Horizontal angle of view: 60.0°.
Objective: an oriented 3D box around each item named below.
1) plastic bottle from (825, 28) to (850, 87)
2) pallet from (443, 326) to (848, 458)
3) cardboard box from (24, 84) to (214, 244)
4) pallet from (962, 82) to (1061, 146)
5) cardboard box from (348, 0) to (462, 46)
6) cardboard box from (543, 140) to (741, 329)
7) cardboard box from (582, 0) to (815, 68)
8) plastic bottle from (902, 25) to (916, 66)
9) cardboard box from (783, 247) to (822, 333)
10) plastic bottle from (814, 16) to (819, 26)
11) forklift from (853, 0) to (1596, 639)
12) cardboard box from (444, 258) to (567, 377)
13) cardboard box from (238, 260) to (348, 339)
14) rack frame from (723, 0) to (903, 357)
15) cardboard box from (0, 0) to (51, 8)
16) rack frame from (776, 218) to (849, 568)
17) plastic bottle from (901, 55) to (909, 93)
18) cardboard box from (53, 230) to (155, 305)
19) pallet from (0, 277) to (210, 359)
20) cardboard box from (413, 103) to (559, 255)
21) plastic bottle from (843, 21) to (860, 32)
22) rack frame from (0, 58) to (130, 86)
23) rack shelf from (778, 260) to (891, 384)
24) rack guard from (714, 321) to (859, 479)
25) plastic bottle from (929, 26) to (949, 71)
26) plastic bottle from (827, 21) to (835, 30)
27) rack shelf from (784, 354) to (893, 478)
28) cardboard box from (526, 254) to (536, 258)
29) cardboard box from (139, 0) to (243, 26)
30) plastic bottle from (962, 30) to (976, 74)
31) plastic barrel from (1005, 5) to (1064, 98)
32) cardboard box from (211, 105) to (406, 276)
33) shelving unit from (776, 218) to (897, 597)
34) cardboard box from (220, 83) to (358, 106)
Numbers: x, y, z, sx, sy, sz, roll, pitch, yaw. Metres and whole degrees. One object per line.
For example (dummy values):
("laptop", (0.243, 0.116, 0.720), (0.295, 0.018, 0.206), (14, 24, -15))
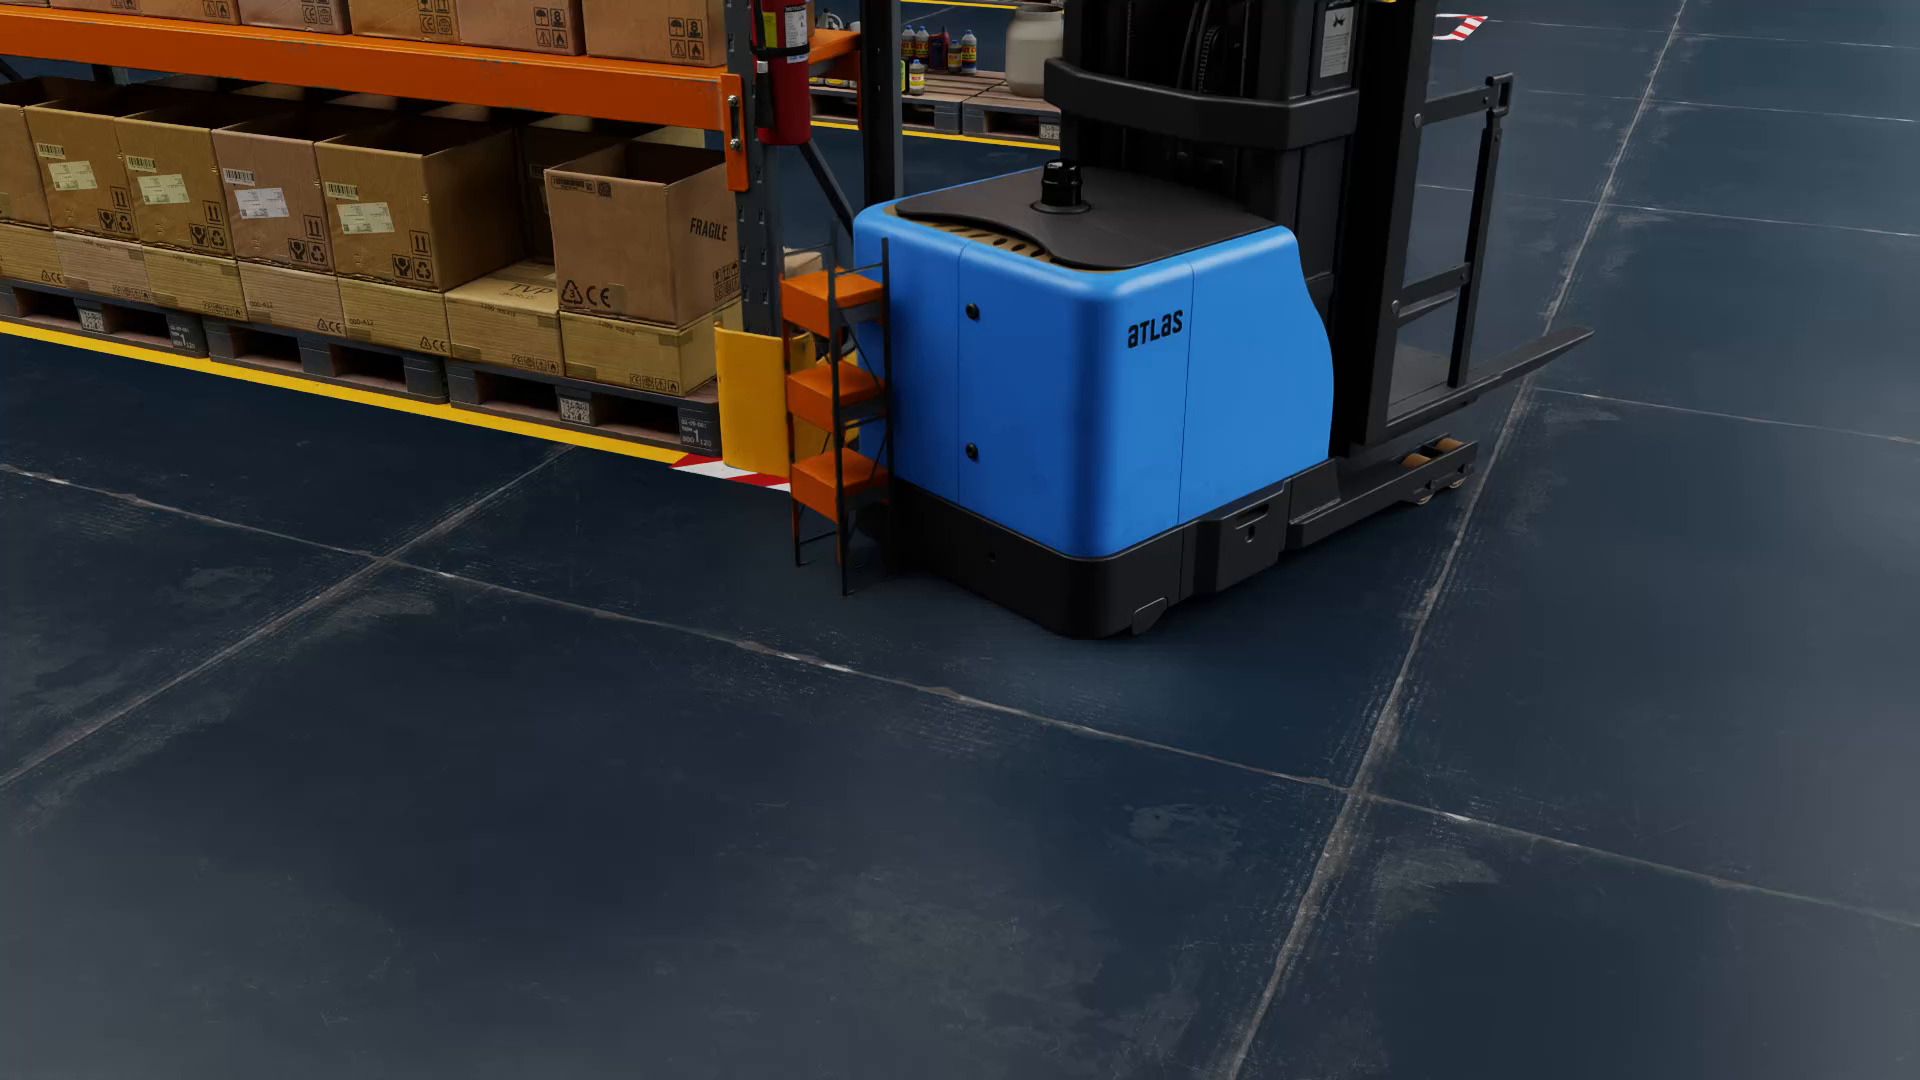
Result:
("plastic bottle", (-0.769, -3.086, 10.624), (0.185, 0.351, 0.144), (13, 29, 24))
("pallet", (-1.186, -0.688, 6.408), (1.213, 0.211, 1.003), (11, 28, 22))
("cardboard box", (-3.363, -1.539, 6.769), (0.500, 0.500, 0.500), (11, 28, 22))
("pallet", (0.755, -2.701, 10.498), (1.213, 0.211, 1.003), (11, 28, 22))
("cardboard box", (-1.822, -2.138, 6.084), (0.500, 0.500, 0.700), (12, 28, 22))
("cardboard box", (-1.084, -1.085, 5.847), (0.500, 0.500, 0.500), (11, 28, 22))
("cardboard box", (-0.893, -1.951, 5.704), (0.500, 0.500, 0.700), (11, 28, 22))
("plastic bottle", (-0.344, -3.318, 11.184), (0.097, 0.271, 0.097), (0, 26, 0))
("cardboard box", (-0.869, -0.958, 6.438), (0.500, 0.250, 0.500), (11, 28, 22))
("plastic bottle", (-1.015, -3.467, 11.473), (0.133, 0.283, 0.061), (13, 29, 25))
("forklift", (1.105, -1.583, 5.146), (3.031, 2.935, 1.130), (-22, 34, -37))
("cardboard box", (-1.544, -0.836, 6.190), (0.500, 0.250, 0.500), (11, 28, 22))
("cardboard box", (-2.454, -1.019, 6.562), (0.500, 0.250, 0.500), (11, 28, 22))
("rack frame", (-0.473, -1.816, 5.542), (0.127, 3.000, 1.000), (11, 28, 22))
("cardboard box", (-3.708, -2.513, 6.846), (0.500, 0.500, 0.700), (11, 28, 20))
("rack frame", (-0.428, -0.415, 4.902), (0.200, 1.050, 0.008), (-20, 33, -34))
("plastic bottle", (-0.386, -2.959, 10.441), (0.133, 0.283, 0.061), (12, 29, 23))
("cardboard box", (-3.364, -1.202, 6.933), (0.500, 0.250, 0.500), (11, 28, 22))
("pallet", (-3.408, -1.134, 7.314), (1.213, 0.211, 1.003), (11, 28, 22))
("cardboard box", (-1.785, -1.471, 6.631), (0.500, 0.500, 0.500), (11, 28, 22))
("plastic bottle", (-0.740, -3.386, 11.317), (0.135, 0.276, 0.152), (12, 29, 23))
("rack frame", (-4.114, -2.547, 7.028), (0.127, 3.000, 1.000), (11, 28, 22))
("rack shelf", (-0.353, -0.618, 4.696), (0.215, 0.259, 0.240), (-20, 33, -34))
("rack guard", (-0.451, -0.690, 6.085), (0.348, 0.500, 1.175), (11, 28, 22))
("plastic bottle", (-0.139, -3.291, 11.116), (0.133, 0.283, 0.061), (12, 29, 23))
("plastic bottle", (-0.905, -3.375, 11.286), (0.133, 0.283, 0.061), (11, 28, 22))
("rack shelf", (-0.351, -0.364, 4.822), (0.215, 0.259, 0.240), (-20, 33, -34))
("cardboard box", (-1.781, -1.140, 6.806), (0.500, 0.250, 0.500), (11, 28, 22))
("cardboard box", (-2.770, -2.326, 6.466), (0.500, 0.500, 0.700), (12, 29, 23))
("plastic bottle", (0.059, -3.237, 11.019), (0.097, 0.271, 0.097), (0, 26, 0))
("plastic barrel", (0.494, -3.060, 10.411), (0.421, 0.512, 0.421), (0, 26, 0))
("cardboard box", (-2.455, -1.354, 6.393), (0.500, 0.500, 0.500), (11, 28, 22))
("shelving unit", (-0.351, -0.373, 4.817), (0.215, 1.050, 0.252), (-20, 33, -34))
("cardboard box", (-2.694, -1.655, 7.005), (0.500, 0.500, 0.500), (11, 28, 22))
